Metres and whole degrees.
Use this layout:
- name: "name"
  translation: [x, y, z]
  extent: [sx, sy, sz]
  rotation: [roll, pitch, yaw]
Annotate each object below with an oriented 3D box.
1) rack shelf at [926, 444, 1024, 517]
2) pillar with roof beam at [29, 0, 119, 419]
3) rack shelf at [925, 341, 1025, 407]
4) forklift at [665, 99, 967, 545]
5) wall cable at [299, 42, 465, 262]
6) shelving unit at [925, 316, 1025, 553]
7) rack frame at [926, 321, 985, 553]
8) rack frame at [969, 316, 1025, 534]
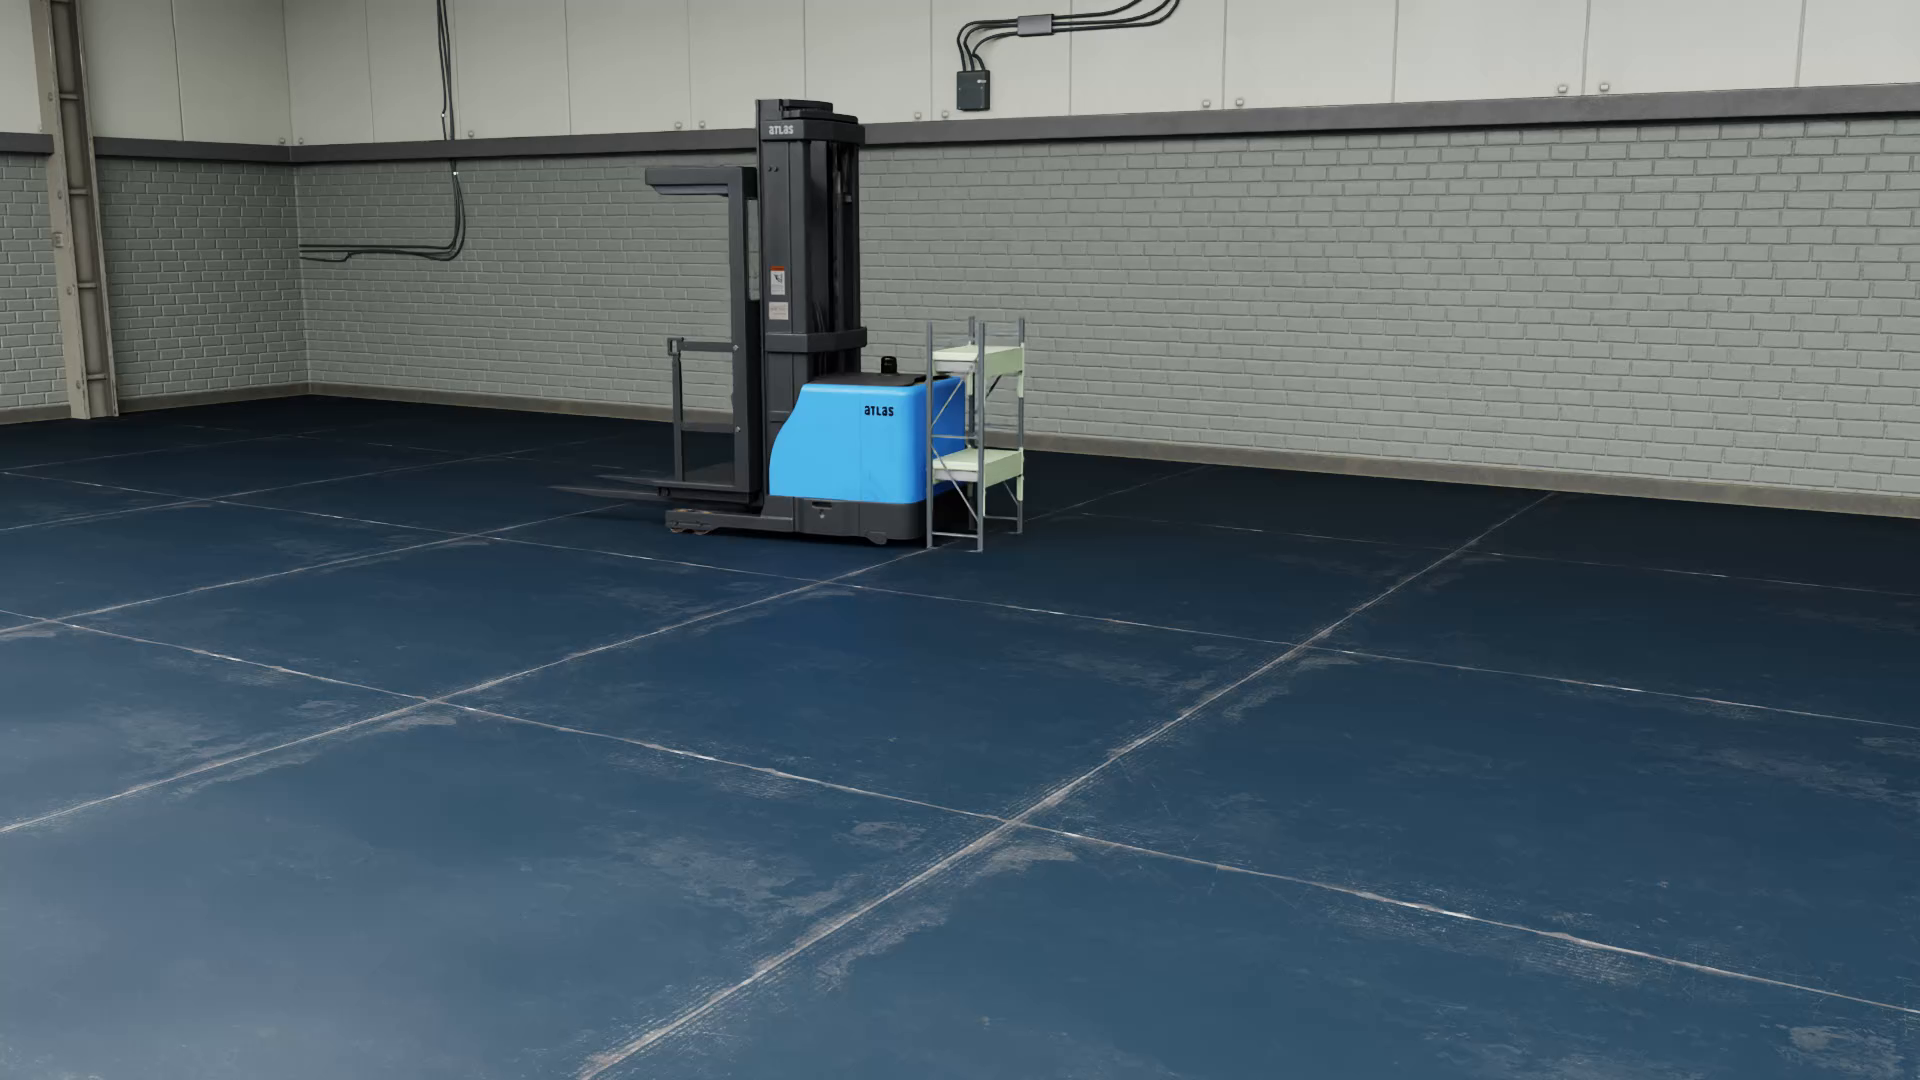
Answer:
- name: "rack shelf"
  translation: [0.109, -0.411, 11.258]
  extent: [0.431, 0.370, 0.720]
  rotation: [4, 11, 22]
- name: "pillar with roof beam"
  translation: [-6.114, -5.407, 15.798]
  extent: [9.100, 9.000, 0.400]
  rotation: [6, 12, 31]
- name: "rack shelf"
  translation: [0.110, -1.115, 11.126]
  extent: [0.431, 0.370, 0.720]
  rotation: [4, 11, 22]
- name: "forklift"
  translation: [-1.515, -1.560, 11.735]
  extent: [3.031, 2.935, 1.130]
  rotation: [4, 11, 22]
- name: "wall cable"
  translation: [-7.134, -4.630, 20.081]
  extent: [3.097, 2.526, 0.112]
  rotation: [6, 12, 31]
- name: "shelving unit"
  translation: [0.110, -0.731, 11.198]
  extent: [0.431, 1.500, 0.755]
  rotation: [4, 11, 22]
- name: "rack frame"
  translation: [-0.032, -0.669, 10.866]
  extent: [0.400, 1.500, 0.023]
  rotation: [4, 11, 22]
- name: "rack frame"
  translation: [0.251, -0.793, 11.530]
  extent: [0.400, 1.500, 0.023]
  rotation: [4, 11, 22]
